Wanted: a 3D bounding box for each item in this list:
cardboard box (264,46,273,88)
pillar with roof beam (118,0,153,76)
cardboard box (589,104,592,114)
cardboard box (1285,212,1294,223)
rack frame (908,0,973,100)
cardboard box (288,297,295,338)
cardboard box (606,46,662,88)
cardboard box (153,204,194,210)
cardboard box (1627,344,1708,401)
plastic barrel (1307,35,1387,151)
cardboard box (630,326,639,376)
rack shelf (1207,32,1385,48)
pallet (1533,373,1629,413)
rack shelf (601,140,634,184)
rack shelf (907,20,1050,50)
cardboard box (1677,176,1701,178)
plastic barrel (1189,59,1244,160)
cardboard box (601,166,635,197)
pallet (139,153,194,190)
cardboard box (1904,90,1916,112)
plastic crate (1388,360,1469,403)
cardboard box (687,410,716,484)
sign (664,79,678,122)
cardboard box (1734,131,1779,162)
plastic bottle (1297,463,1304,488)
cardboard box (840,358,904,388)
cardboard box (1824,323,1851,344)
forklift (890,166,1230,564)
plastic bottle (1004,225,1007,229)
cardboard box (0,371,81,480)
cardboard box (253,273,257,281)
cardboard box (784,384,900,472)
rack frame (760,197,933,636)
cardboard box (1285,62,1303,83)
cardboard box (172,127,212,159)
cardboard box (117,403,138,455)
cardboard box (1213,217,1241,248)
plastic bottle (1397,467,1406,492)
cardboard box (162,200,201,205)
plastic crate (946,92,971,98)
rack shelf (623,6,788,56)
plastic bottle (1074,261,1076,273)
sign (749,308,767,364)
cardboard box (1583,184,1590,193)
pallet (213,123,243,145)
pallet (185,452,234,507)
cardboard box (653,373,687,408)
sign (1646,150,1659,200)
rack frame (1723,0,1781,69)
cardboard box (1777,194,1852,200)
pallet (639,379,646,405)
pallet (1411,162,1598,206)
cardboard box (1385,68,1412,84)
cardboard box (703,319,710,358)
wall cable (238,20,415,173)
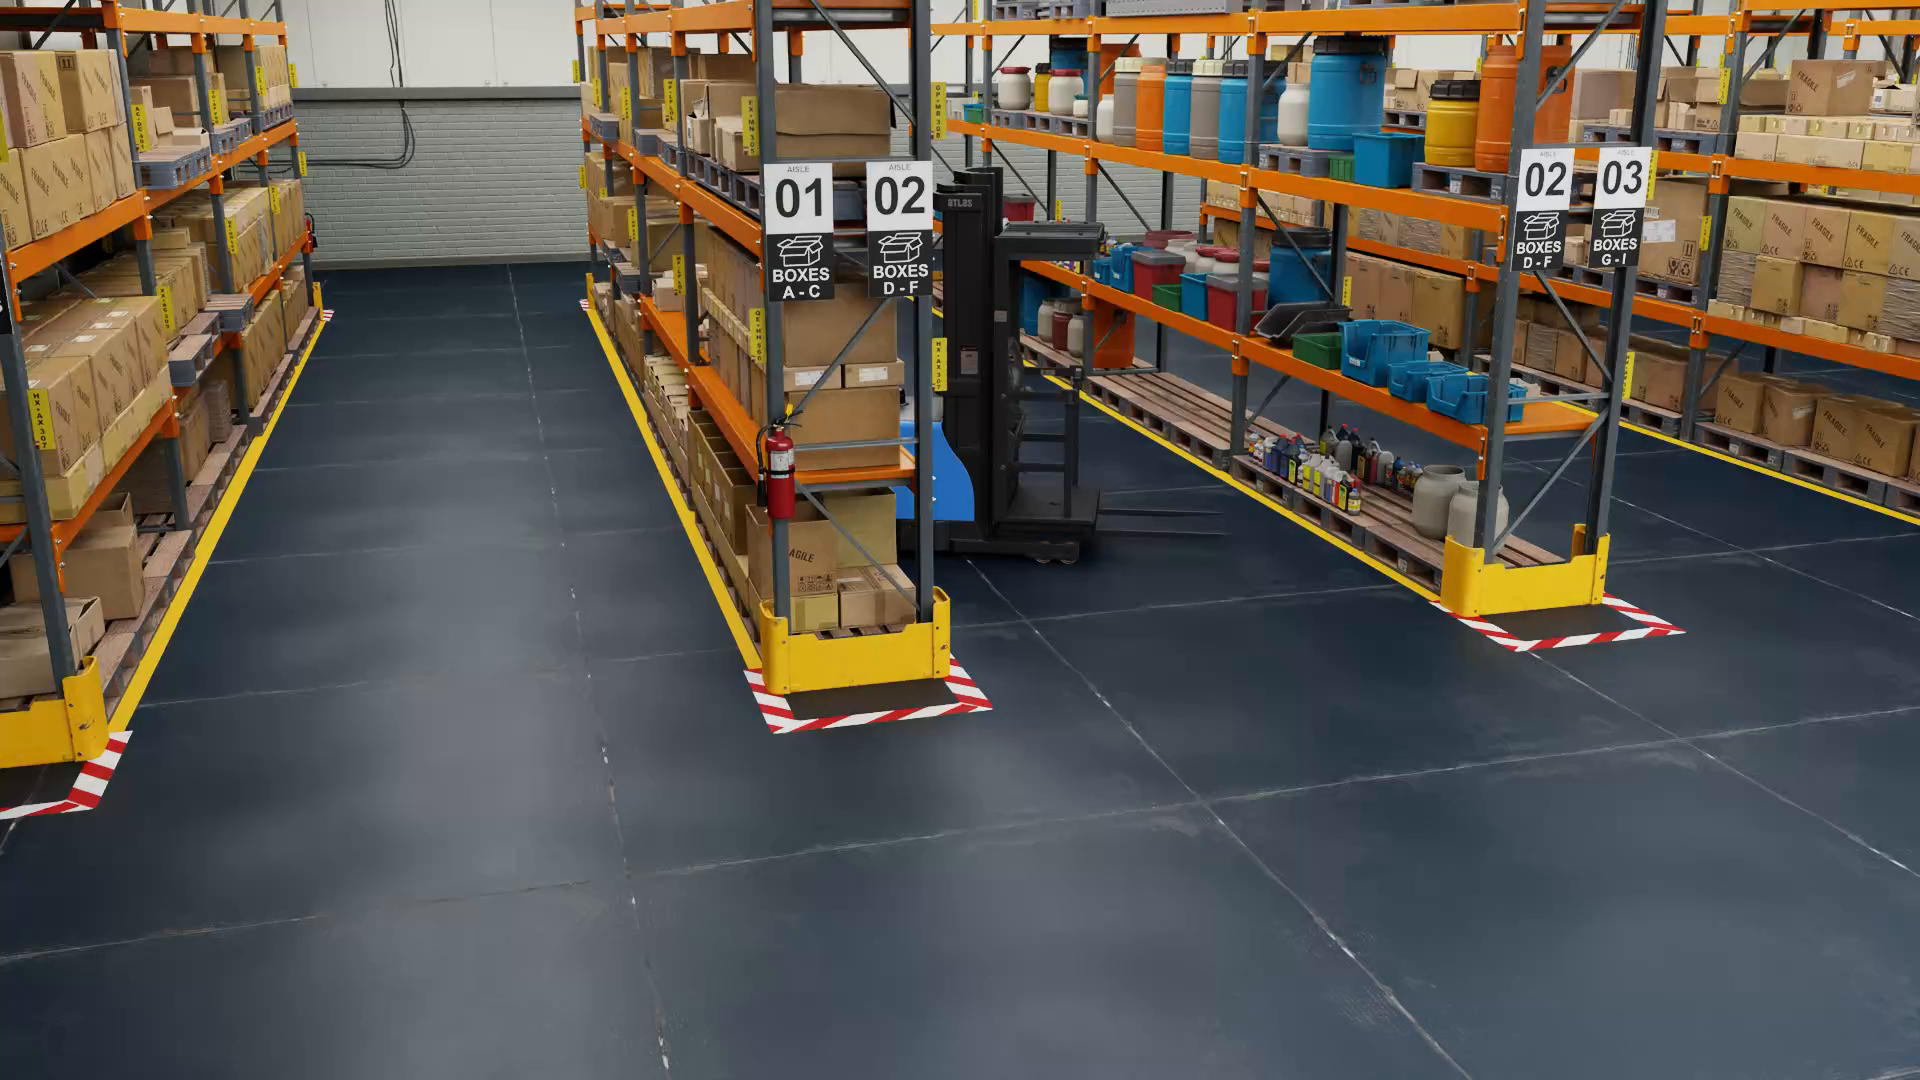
[{"bbox_3d":[-8.798,-5.838,20.513,0.500,0.500,0.500,-5,17,-16],"label":"cardboard box"},{"bbox_3d":[-5.609,-6.843,20.591,9.100,9.000,0.400,-5,17,-15],"label":"pillar with roof beam"},{"bbox_3d":[-4.757,-5.791,22.562,0.500,0.250,0.500,-5,17,-15],"label":"cardboard box"},{"bbox_3d":[5.023,-4.759,24.519,0.380,0.149,0.250,-5,17,-16],"label":"cardboard box"},{"bbox_3d":[-0.298,-8.267,25.332,1.000,3.000,0.127,-5,17,-15],"label":"rack frame"},{"bbox_3d":[-8.966,-2.862,21.382,0.700,0.500,0.500,-5,17,-16],"label":"cardboard box"},{"bbox_3d":[-4.133,-5.992,21.059,0.700,0.500,0.500,-5,17,-15],"label":"cardboard box"},{"bbox_3d":[-8.276,-3.347,17.353,0.500,0.250,0.500,-5,17,-17],"label":"cardboard box"},{"bbox_3d":[7.501,-1.785,17.760,0.700,0.500,0.500,-5,17,-16],"label":"cardboard box"},{"bbox_3d":[3.170,-3.669,13.636,0.600,0.901,0.708,-5,17,-15],"label":"plastic barrel"},{"bbox_3d":[-3.488,-2.187,19.100,0.500,0.500,0.500,-5,18,-17],"label":"cardboard box"},{"bbox_3d":[5.014,-7.569,24.955,1.077,0.370,4.000,-5,17,-15],"label":"rack shelf"},{"bbox_3d":[7.208,-1.684,18.691,1.003,0.211,1.213,-5,17,-15],"label":"pallet"},{"bbox_3d":[-3.413,-4.436,19.041,1.077,0.370,4.000,-5,17,-15],"label":"rack shelf"},{"bbox_3d":[0.252,-7.178,23.651,1.077,0.370,4.000,-5,17,-15],"label":"rack shelf"},{"bbox_3d":[10.733,-5.239,24.352,0.380,0.149,0.250,-5,17,-17],"label":"cardboard box"},{"bbox_3d":[2.472,-4.056,15.654,0.600,0.901,0.600,0,17,0],"label":"plastic barrel"},{"bbox_3d":[-4.350,-4.543,21.450,0.500,0.500,0.500,-5,17,-15],"label":"cardboard box"},{"bbox_3d":[-6.593,-2.817,12.729,1.213,0.211,1.003,-5,17,-15],"label":"pallet"},{"bbox_3d":[11.585,-5.194,19.673,0.500,0.250,0.500,-4,17,-14],"label":"cardboard box"},{"bbox_3d":[3.501,-1.192,12.464,0.499,0.251,0.408,-5,17,-15],"label":"plastic crate"},{"bbox_3d":[-1.937,-0.774,13.562,0.500,0.500,0.500,-5,17,-15],"label":"cardboard box"},{"bbox_3d":[-2.283,-3.473,13.141,0.100,0.325,0.005,-5,17,-15],"label":"sign"},{"bbox_3d":[7.640,-3.686,15.556,0.500,0.250,0.500,-5,18,-17],"label":"cardboard box"},{"bbox_3d":[2.930,-0.557,14.191,0.097,0.201,0.097,0,17,0],"label":"plastic bottle"},{"bbox_3d":[-0.565,-1.062,10.471,0.380,0.149,0.250,-5,17,-16],"label":"cardboard box"},{"bbox_3d":[7.957,-1.849,14.829,0.380,0.149,0.250,-5,17,-15],"label":"cardboard box"},{"bbox_3d":[0.620,-1.382,12.959,3.031,2.935,1.130,2,17,7],"label":"forklift"},{"bbox_3d":[0.663,-3.969,21.666,0.152,0.276,0.135,-5,17,-15],"label":"plastic bottle"},{"bbox_3d":[-5.269,-0.638,9.283,0.500,0.500,0.500,-5,17,-15],"label":"cardboard box"},{"bbox_3d":[-8.052,-2.967,18.519,0.380,0.149,0.250,-5,17,-17],"label":"cardboard box"},{"bbox_3d":[-0.781,-0.756,10.580,0.700,0.500,0.500,-5,17,-15],"label":"cardboard box"},{"bbox_3d":[-0.665,-0.578,10.161,1.000,3.000,0.127,-5,17,-15],"label":"rack frame"},{"bbox_3d":[5.147,-6.773,24.495,0.700,0.500,0.500,-4,17,-12],"label":"cardboard box"},{"bbox_3d":[-7.168,-3.623,15.207,0.500,0.311,0.500,-5,17,-15],"label":"cardboard box"},{"bbox_3d":[-5.683,-0.707,10.816,0.500,0.250,0.500,-5,17,-15],"label":"cardboard box"},{"bbox_3d":[4.717,-4.798,27.175,0.875,0.875,0.875,-5,17,-15],"label":"cardboard box"},{"bbox_3d":[3.752,-0.515,14.051,0.097,0.201,0.097,0,17,0],"label":"plastic bottle"},{"bbox_3d":[-8.416,-3.488,17.822,0.500,0.250,0.500,-5,17,-17],"label":"cardboard box"},{"bbox_3d":[-0.142,-6.356,24.293,0.504,0.338,0.767,-5,17,-15],"label":"plastic crate"},{"bbox_3d":[-2.313,-4.574,14.984,1.077,0.370,4.000,-5,17,-15],"label":"rack shelf"},{"bbox_3d":[1.365,-3.197,19.228,0.097,0.201,0.097,0,17,0],"label":"plastic bottle"},{"bbox_3d":[-1.190,-1.206,9.830,0.100,0.325,0.005,-5,17,-15],"label":"sign"},{"bbox_3d":[9.814,-5.489,25.820,0.500,0.500,0.500,-5,17,-17],"label":"cardboard box"},{"bbox_3d":[-8.163,-4.227,17.424,1.003,0.211,1.213,-4,17,-13],"label":"pallet"},{"bbox_3d":[-7.080,-0.509,14.780,1.003,0.211,1.213,-5,17,-15],"label":"pallet"},{"bbox_3d":[-2.711,-1.489,16.271,0.500,0.311,0.500,-5,17,-17],"label":"cardboard box"},{"bbox_3d":[4.629,-2.451,11.169,0.100,0.325,0.005,-5,17,-15],"label":"sign"},{"bbox_3d":[13.993,-9.442,29.243,1.000,3.000,0.127,-5,17,-15],"label":"rack frame"},{"bbox_3d":[8.150,-3.033,15.905,0.500,0.500,0.500,-5,17,-15],"label":"cardboard box"},{"bbox_3d":[-3.032,-1.664,18.626,1.003,0.211,1.213,-5,17,-15],"label":"pallet"},{"bbox_3d":[3.966,-2.551,11.844,1.003,0.211,1.213,-5,17,-15],"label":"pallet"},{"bbox_3d":[5.733,-6.205,22.777,0.700,0.500,0.500,-4,17,-14],"label":"cardboard box"},{"bbox_3d":[-1.941,-1.745,14.308,0.500,0.250,0.500,-4,17,-12],"label":"cardboard box"},{"bbox_3d":[-11.034,-7.589,28.473,3.097,2.526,0.112,-5,17,-15],"label":"wall cable"}]
